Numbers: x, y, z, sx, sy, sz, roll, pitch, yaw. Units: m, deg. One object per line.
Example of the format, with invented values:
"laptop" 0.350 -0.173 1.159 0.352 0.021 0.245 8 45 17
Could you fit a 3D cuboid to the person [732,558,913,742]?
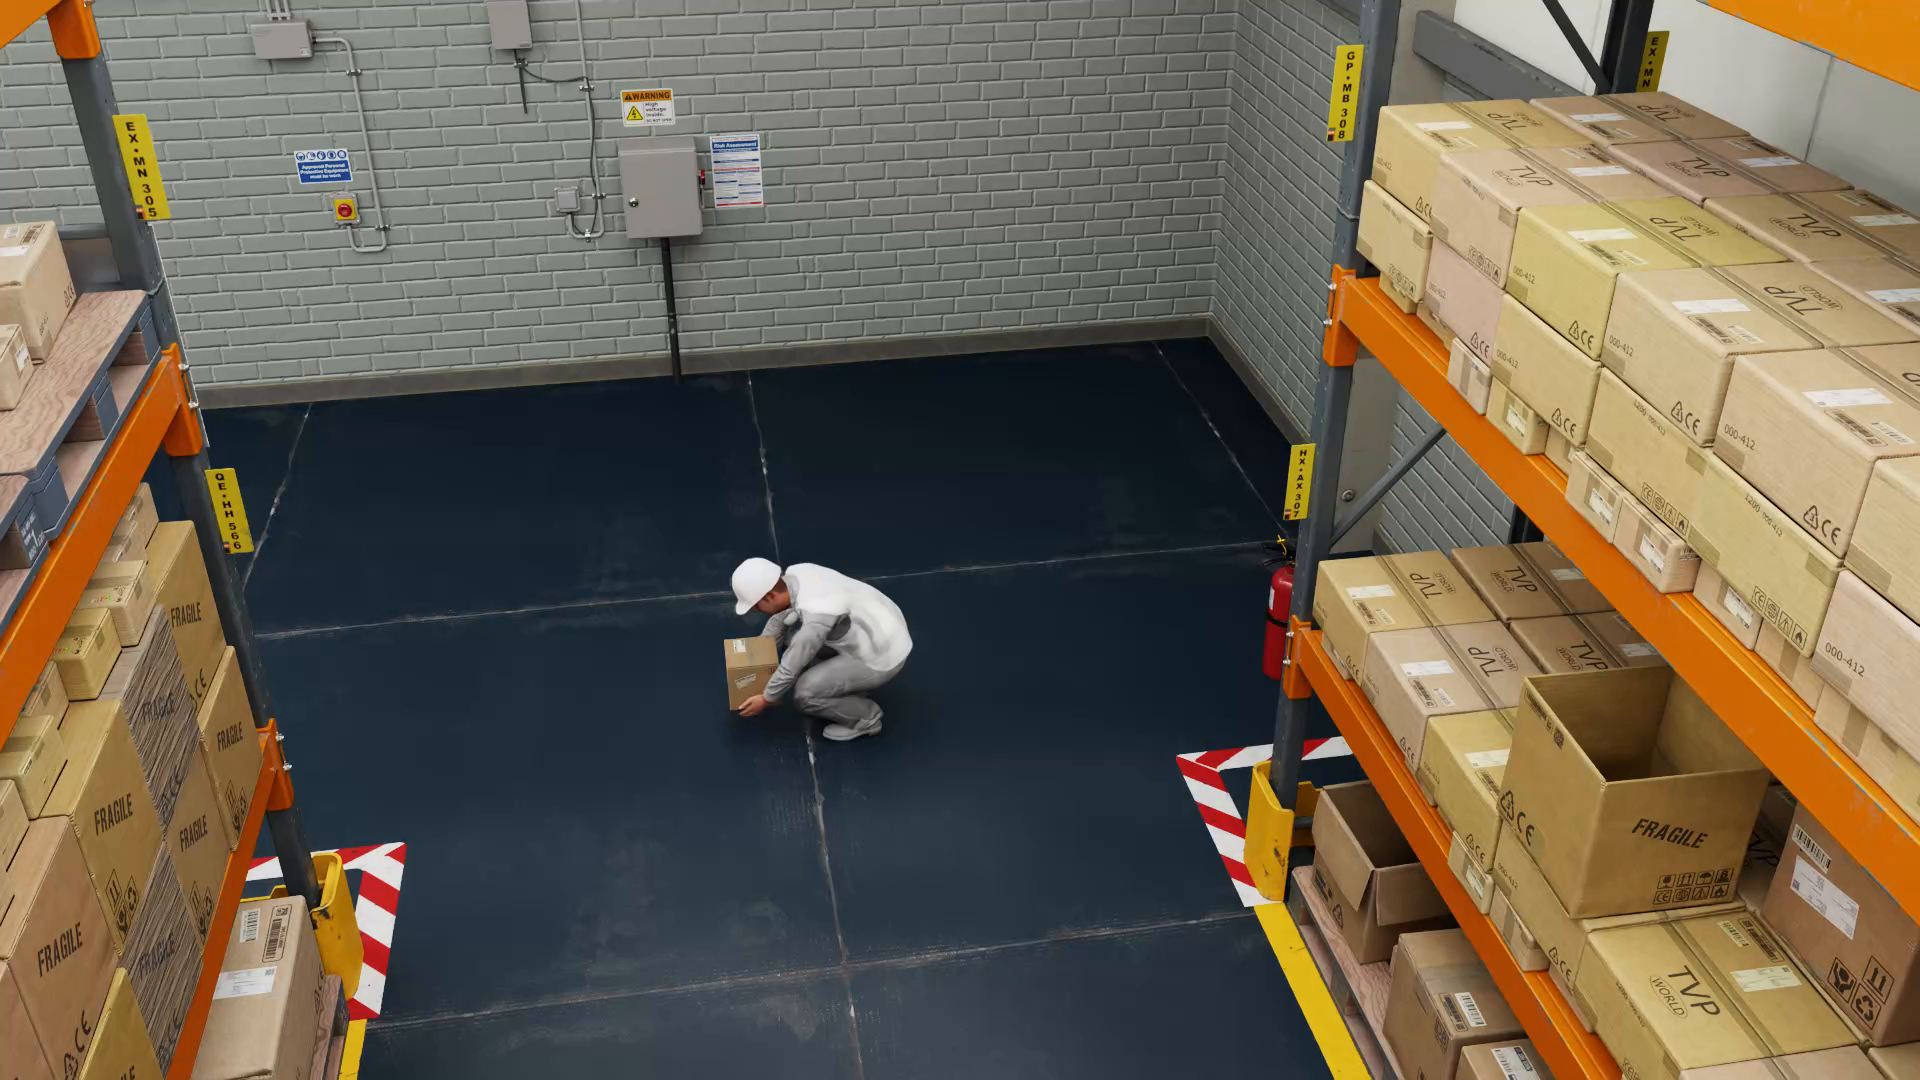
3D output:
"person" -0.671 0.481 8.064 0.867 1.001 0.532 -5 31 -9
